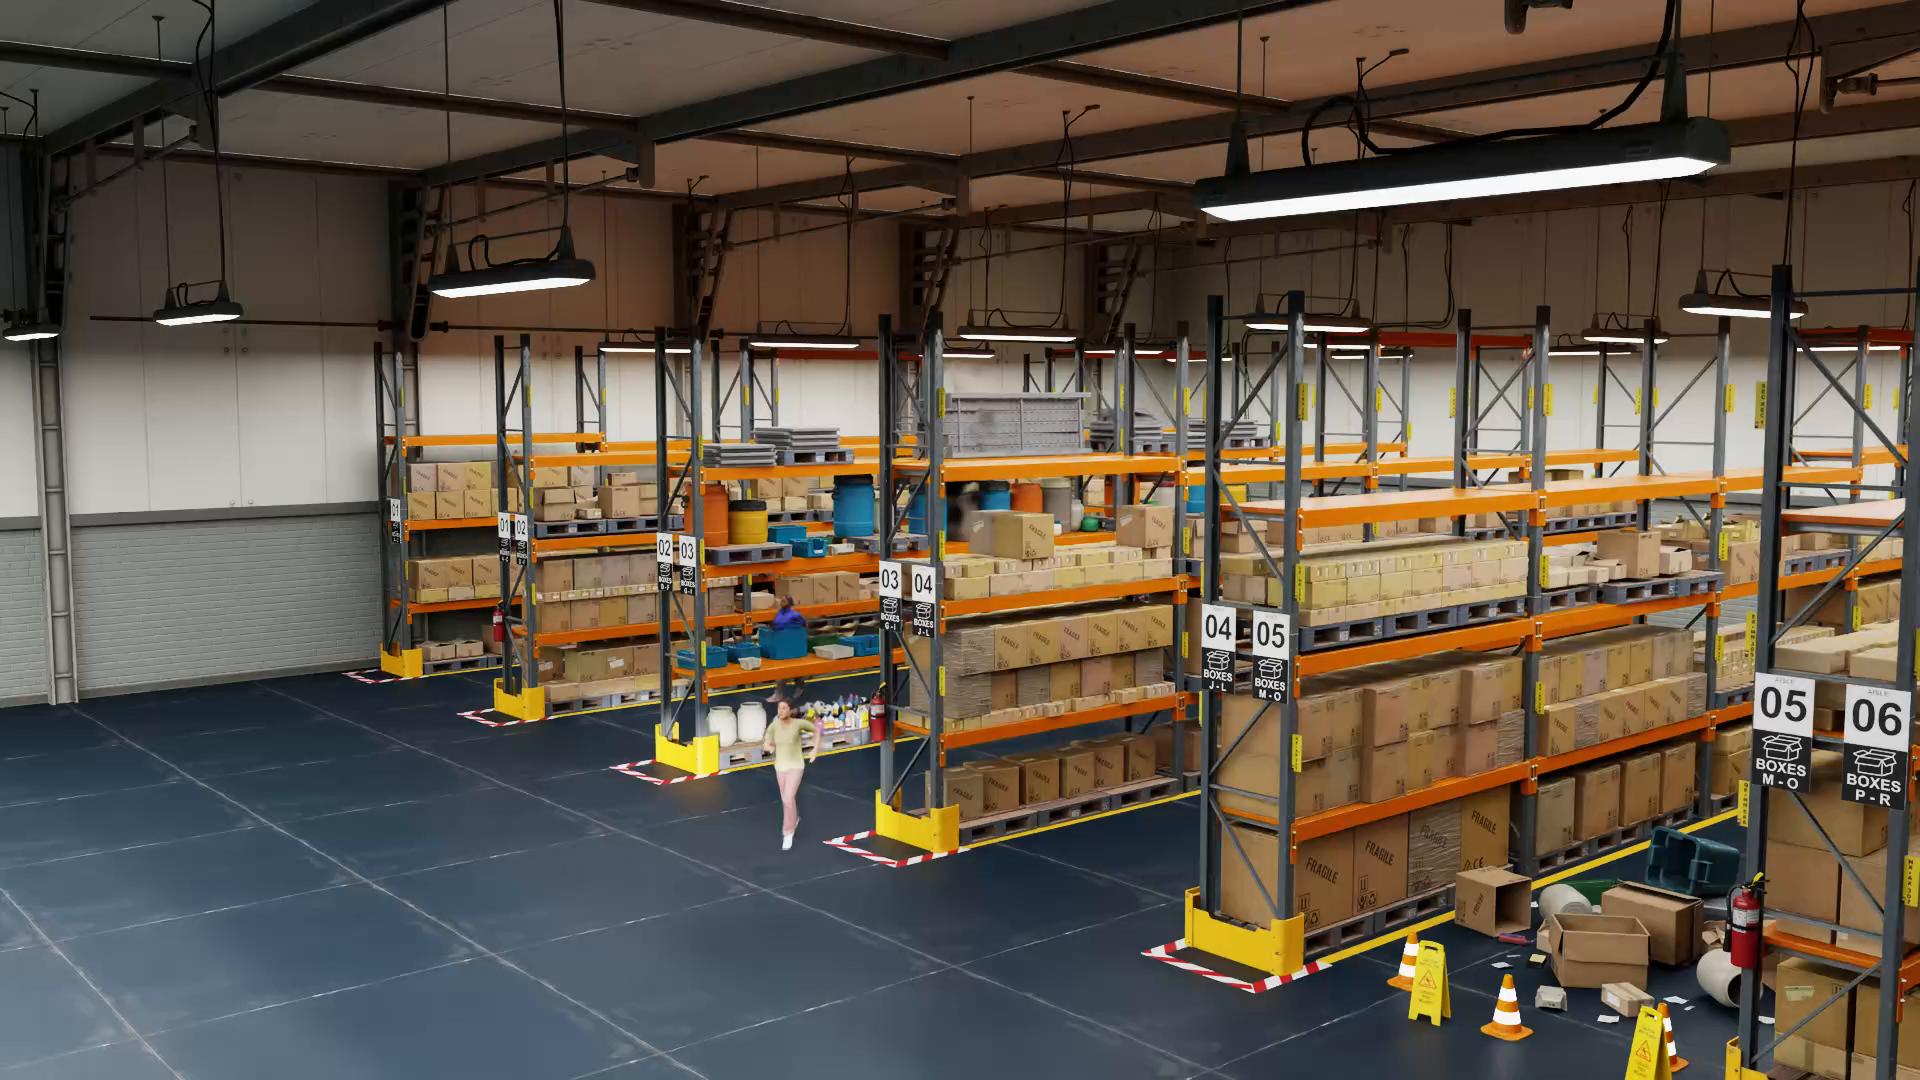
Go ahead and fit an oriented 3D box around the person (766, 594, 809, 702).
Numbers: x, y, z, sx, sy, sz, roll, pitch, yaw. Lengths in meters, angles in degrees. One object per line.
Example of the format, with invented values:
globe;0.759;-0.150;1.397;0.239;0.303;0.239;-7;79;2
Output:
person;-2.727;1.730;26.100;0.575;1.612;0.887;5;7;44

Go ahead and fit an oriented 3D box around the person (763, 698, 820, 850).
person;-1.916;2.618;18.891;0.584;1.697;0.859;2;5;17
